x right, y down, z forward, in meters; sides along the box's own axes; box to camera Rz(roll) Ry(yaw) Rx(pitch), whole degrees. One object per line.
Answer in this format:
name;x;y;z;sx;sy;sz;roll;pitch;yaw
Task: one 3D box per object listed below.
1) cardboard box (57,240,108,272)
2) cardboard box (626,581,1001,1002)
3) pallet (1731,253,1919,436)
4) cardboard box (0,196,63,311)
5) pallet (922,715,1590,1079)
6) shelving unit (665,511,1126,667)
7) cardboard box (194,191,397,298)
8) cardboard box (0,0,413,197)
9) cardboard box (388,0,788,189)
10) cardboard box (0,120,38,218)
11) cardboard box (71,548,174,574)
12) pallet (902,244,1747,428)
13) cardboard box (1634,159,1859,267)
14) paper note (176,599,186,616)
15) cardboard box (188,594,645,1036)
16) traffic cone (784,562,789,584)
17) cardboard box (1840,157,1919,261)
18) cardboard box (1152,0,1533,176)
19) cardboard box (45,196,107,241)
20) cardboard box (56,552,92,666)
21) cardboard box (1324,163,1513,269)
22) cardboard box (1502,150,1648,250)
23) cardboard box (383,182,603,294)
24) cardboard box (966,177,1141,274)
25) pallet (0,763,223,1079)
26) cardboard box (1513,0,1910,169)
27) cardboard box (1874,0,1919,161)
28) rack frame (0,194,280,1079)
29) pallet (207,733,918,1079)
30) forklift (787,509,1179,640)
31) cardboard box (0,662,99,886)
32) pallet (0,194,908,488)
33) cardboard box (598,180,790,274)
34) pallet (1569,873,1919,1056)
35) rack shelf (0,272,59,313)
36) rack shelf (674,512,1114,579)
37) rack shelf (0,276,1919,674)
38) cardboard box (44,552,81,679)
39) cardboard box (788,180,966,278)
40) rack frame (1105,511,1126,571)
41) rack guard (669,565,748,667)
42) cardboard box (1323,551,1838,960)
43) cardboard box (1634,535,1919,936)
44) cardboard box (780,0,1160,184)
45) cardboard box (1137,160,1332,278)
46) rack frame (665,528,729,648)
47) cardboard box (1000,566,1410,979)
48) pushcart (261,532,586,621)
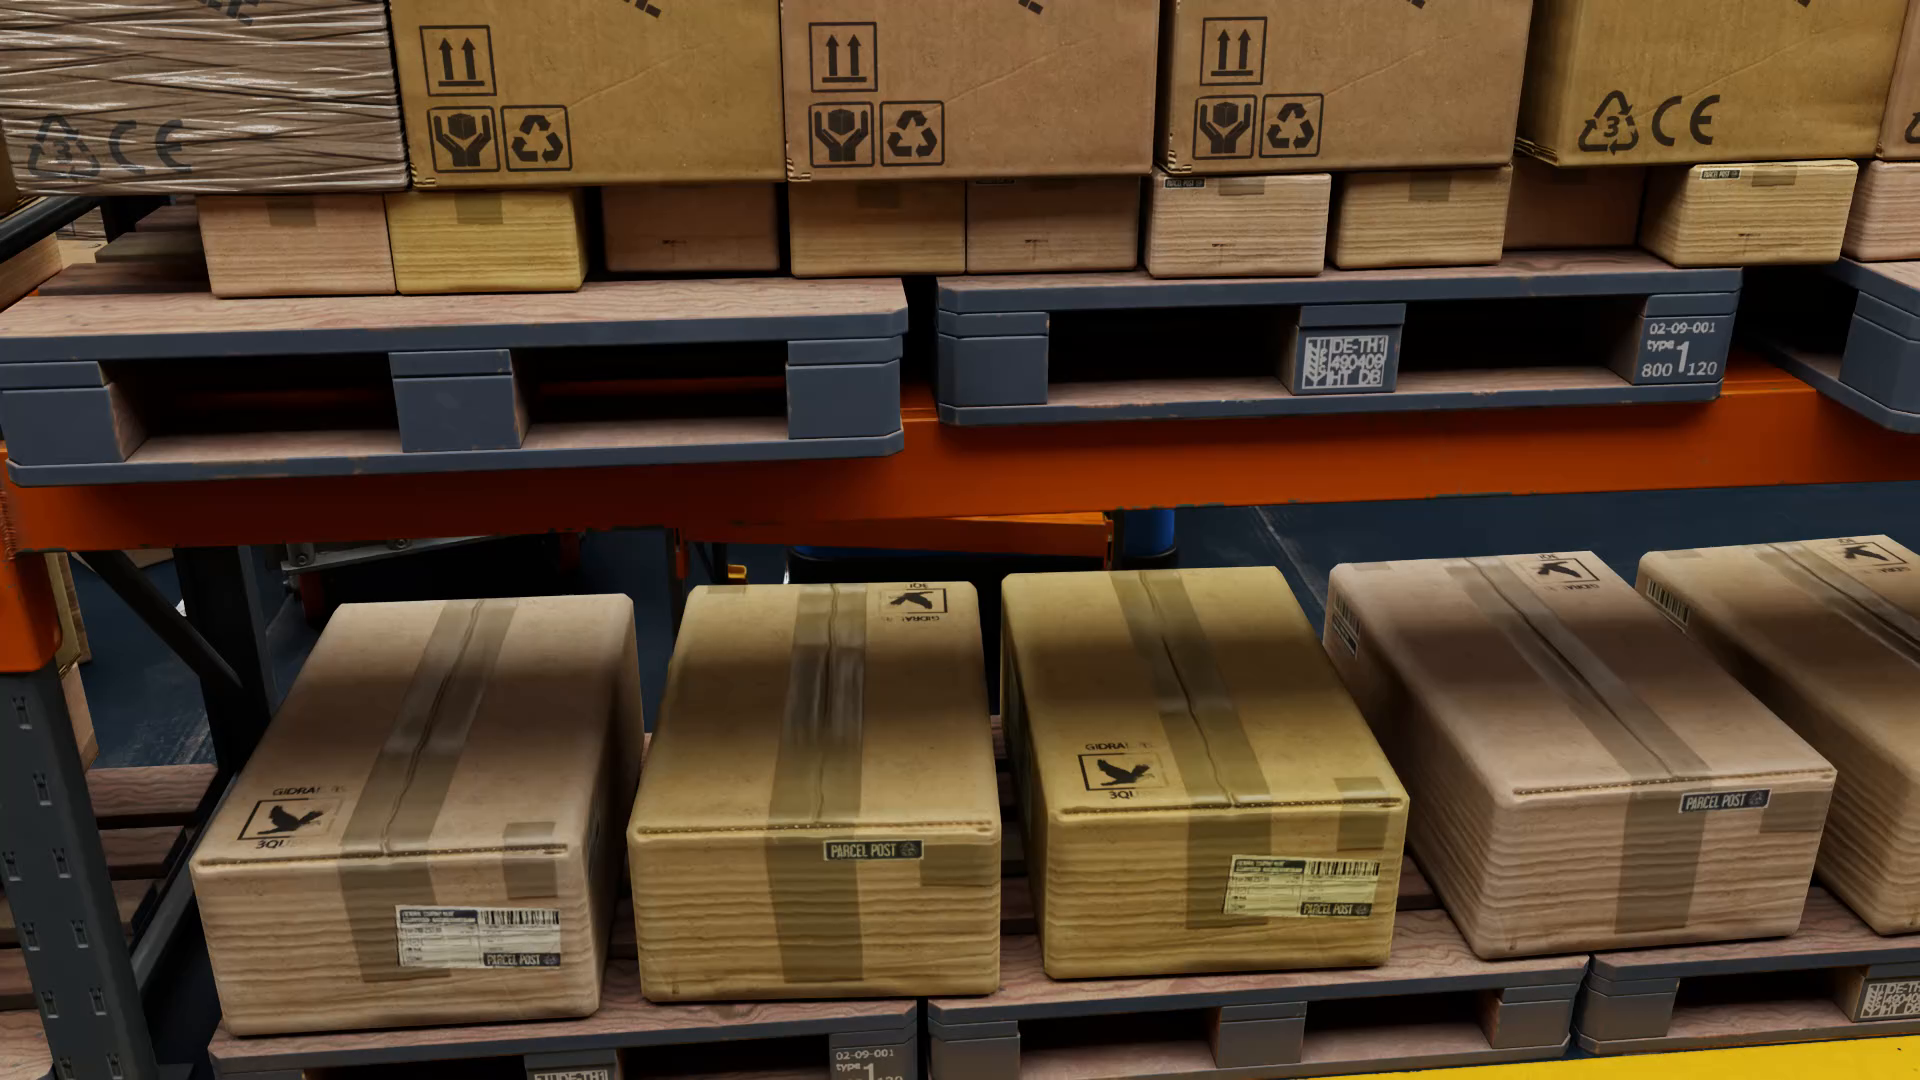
cardboard box;-3.527;-0.886;6.625;0.500;0.500;0.500;2;24;4
cardboard box;-0.259;0.450;3.263;0.625;0.372;0.950;-1;24;-2
pallet;1.786;-0.508;2.935;1.003;0.211;1.213;-2;24;-5
cardboard box;-1.841;-0.509;3.012;0.250;0.149;0.380;-2;24;-5
pallet;0.496;0.685;3.448;1.213;0.211;1.003;-2;24;-5
shelving unit;-0.126;-0.246;3.935;1.083;1.500;0.587;2;25;3
cardboard box;-0.915;-0.479;2.426;0.250;0.149;0.380;-2;24;-4
cardboard box;-1.001;-0.783;2.313;0.500;0.500;0.500;-2;24;-4
cardboard box;-0.503;-0.804;2.359;0.500;0.500;0.500;-2;24;-5
cardboard box;-1.961;-0.784;2.831;0.500;0.500;0.500;-2;24;-5
cardboard box;-2.518;-0.093;5.132;0.258;0.266;0.396;22;32;40
pallet;0.519;-0.484;2.881;1.213;0.211;1.003;-2;24;-5
cardboard box;1.152;-0.544;2.573;0.250;0.149;0.380;-2;24;-4
paper note;-2.191;0.181;4.805;0.142;0.019;0.148;-2;24;-5
cardboard box;-0.974;0.480;3.196;0.625;0.372;0.950;-2;24;-4
traffic cone;-0.400;0.037;4.598;0.334;0.463;0.336;-2;24;-5
cardboard box;1.424;-0.561;2.611;0.250;0.149;0.380;-3;24;-8
cardboard box;0.501;-0.843;2.446;0.500;0.500;0.500;-3;24;-7
cardboard box;-3.612;-1.690;7.459;0.875;0.875;0.875;-2;24;-5
cardboard box;-2.696;0.127;4.346;0.500;0.500;0.500;16;28;31
cardboard box;0.647;-0.542;2.568;0.250;0.149;0.380;-3;24;-7
cardboard box;0.889;-0.585;2.665;0.250;0.149;0.380;-2;24;-5
cardboard box;-0.665;-0.485;2.440;0.250;0.149;0.380;-2;24;-4
cardboard box;0.115;-0.530;2.541;0.250;0.149;0.380;-2;24;-5
pallet;-2.161;0.808;3.172;1.213;0.211;1.003;-2;24;-5
cardboard box;1.044;-0.864;2.495;0.500;0.500;0.500;-4;24;-9
cardboard box;1.546;-0.885;2.541;0.500;0.500;0.500;-3;24;-6
rack frame;-1.496;-0.507;2.698;0.127;3.000;1.000;-2;24;-5
pallet;-0.721;0.735;3.335;1.213;0.211;1.003;-2;24;-5
forklift;0.034;-1.619;5.284;1.130;2.935;3.031;0;24;-1
cardboard box;-2.110;0.472;3.363;0.500;0.250;0.500;-3;24;-8
pallet;-0.721;-0.391;2.673;1.213;0.211;1.003;-2;24;-5
cardboard box;-0.391;-0.527;2.535;0.250;0.149;0.380;-1;24;-2
pallet;1.707;0.638;3.555;1.213;0.211;1.003;-2;24;-5
rack shelf;-3.486;-0.099;2.664;4.000;0.370;1.077;-2;24;-5
rack shelf;-0.137;-0.083;4.011;1.000;0.185;0.538;2;25;3
rack shelf;0.494;-0.258;3.023;4.000;0.370;1.077;-2;24;-5
cardboard box;-2.110;0.129;3.211;0.500;0.500;0.500;-1;24;-3
cardboard box;-0.131;-0.521;2.520;0.250;0.149;0.380;-2;24;-4
rack frame;0.372;-0.228;3.905;0.032;1.500;0.500;2;25;3
rack guard;-0.628;0.303;4.227;0.087;0.250;0.587;2;25;3
cardboard box;1.188;0.393;3.390;0.625;0.372;0.950;-3;24;-6
cardboard box;1.921;0.361;3.464;0.625;0.372;0.950;-4;24;-9
cardboard box;-0.009;-0.818;2.391;0.500;0.500;0.500;-2;24;-5
cardboard box;0.385;-0.519;2.518;0.250;0.149;0.380;-1;24;-3
rack frame;-0.642;-0.265;3.967;0.032;1.500;0.500;2;25;3
cardboard box;0.433;0.421;3.327;0.625;0.372;0.950;-2;24;-3
pushcart;-1.770;-0.228;5.299;0.936;0.377;1.648;-11;26;-23
